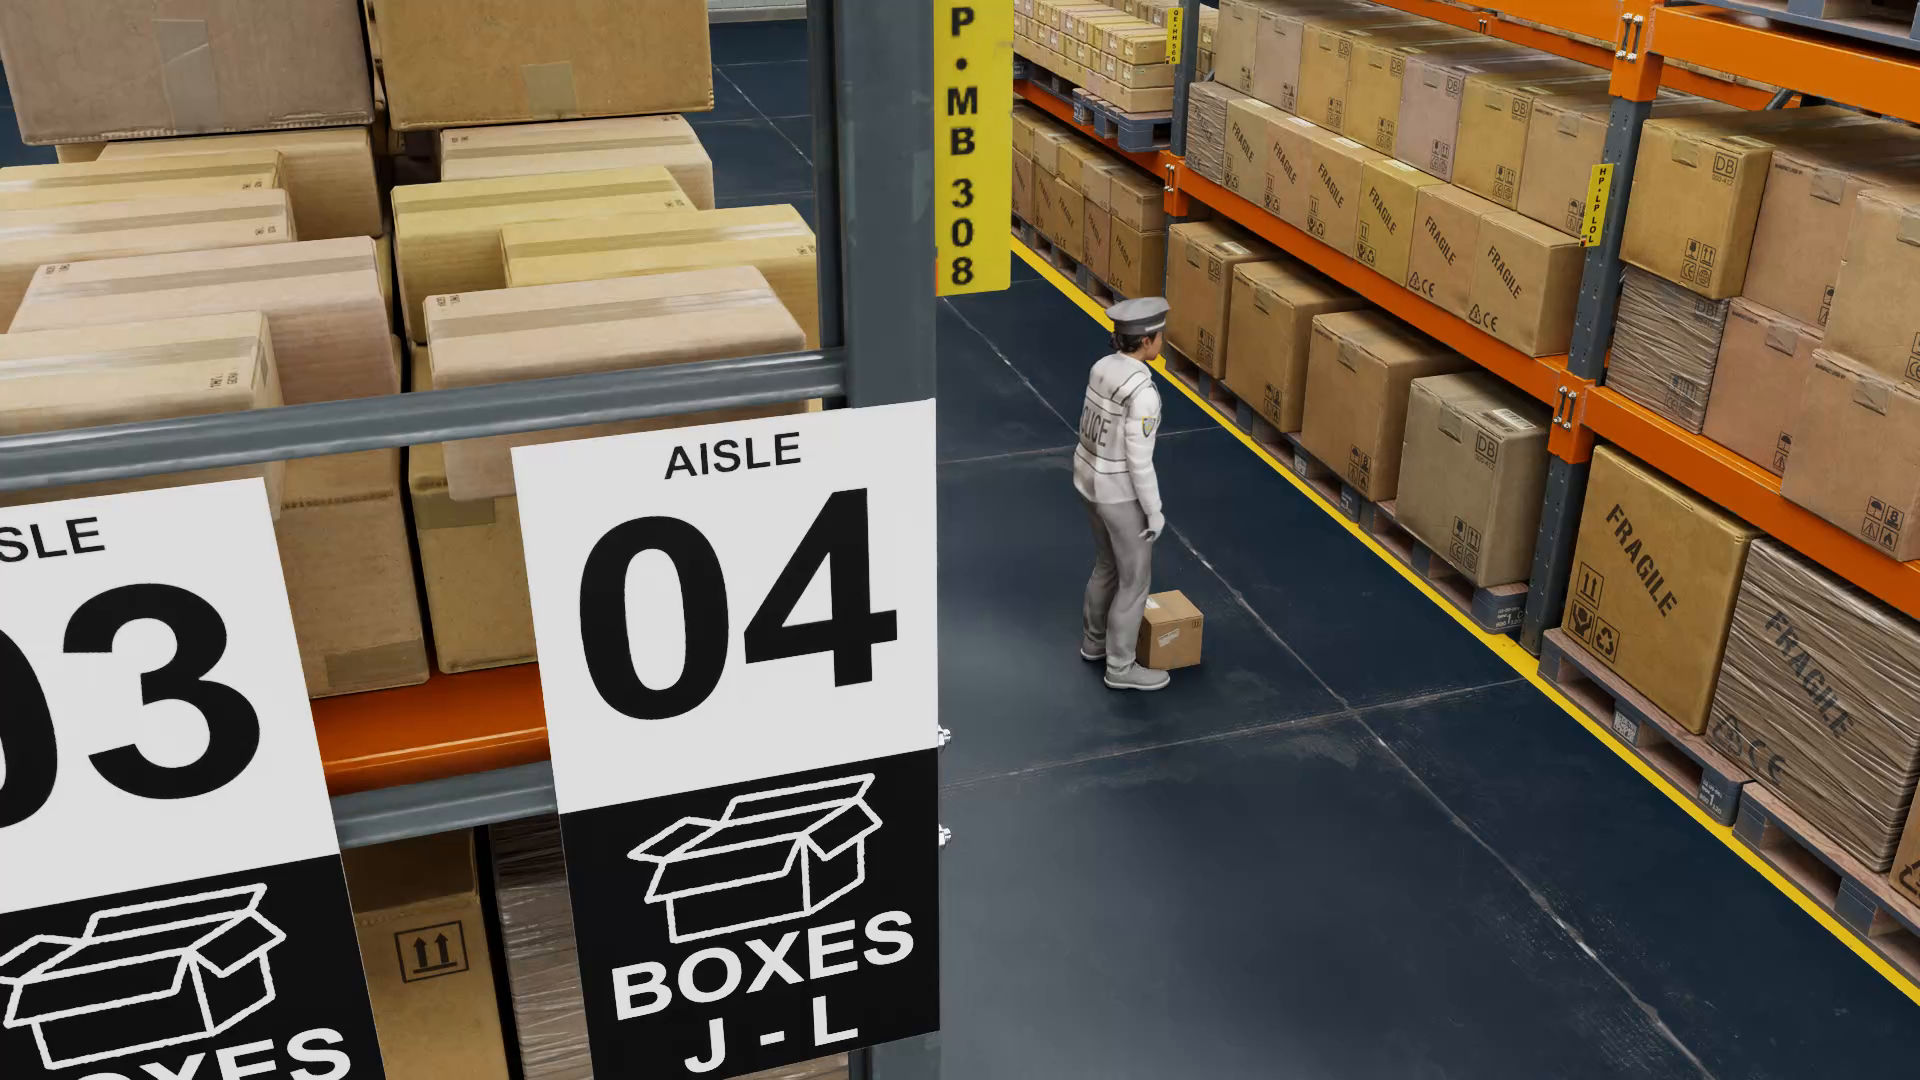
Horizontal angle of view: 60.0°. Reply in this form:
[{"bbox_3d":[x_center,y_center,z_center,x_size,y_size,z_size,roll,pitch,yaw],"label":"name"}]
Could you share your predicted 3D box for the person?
[{"bbox_3d":[0.694,-0.226,6.991,0.341,1.603,0.521,-9,28,-18],"label":"person"}]
